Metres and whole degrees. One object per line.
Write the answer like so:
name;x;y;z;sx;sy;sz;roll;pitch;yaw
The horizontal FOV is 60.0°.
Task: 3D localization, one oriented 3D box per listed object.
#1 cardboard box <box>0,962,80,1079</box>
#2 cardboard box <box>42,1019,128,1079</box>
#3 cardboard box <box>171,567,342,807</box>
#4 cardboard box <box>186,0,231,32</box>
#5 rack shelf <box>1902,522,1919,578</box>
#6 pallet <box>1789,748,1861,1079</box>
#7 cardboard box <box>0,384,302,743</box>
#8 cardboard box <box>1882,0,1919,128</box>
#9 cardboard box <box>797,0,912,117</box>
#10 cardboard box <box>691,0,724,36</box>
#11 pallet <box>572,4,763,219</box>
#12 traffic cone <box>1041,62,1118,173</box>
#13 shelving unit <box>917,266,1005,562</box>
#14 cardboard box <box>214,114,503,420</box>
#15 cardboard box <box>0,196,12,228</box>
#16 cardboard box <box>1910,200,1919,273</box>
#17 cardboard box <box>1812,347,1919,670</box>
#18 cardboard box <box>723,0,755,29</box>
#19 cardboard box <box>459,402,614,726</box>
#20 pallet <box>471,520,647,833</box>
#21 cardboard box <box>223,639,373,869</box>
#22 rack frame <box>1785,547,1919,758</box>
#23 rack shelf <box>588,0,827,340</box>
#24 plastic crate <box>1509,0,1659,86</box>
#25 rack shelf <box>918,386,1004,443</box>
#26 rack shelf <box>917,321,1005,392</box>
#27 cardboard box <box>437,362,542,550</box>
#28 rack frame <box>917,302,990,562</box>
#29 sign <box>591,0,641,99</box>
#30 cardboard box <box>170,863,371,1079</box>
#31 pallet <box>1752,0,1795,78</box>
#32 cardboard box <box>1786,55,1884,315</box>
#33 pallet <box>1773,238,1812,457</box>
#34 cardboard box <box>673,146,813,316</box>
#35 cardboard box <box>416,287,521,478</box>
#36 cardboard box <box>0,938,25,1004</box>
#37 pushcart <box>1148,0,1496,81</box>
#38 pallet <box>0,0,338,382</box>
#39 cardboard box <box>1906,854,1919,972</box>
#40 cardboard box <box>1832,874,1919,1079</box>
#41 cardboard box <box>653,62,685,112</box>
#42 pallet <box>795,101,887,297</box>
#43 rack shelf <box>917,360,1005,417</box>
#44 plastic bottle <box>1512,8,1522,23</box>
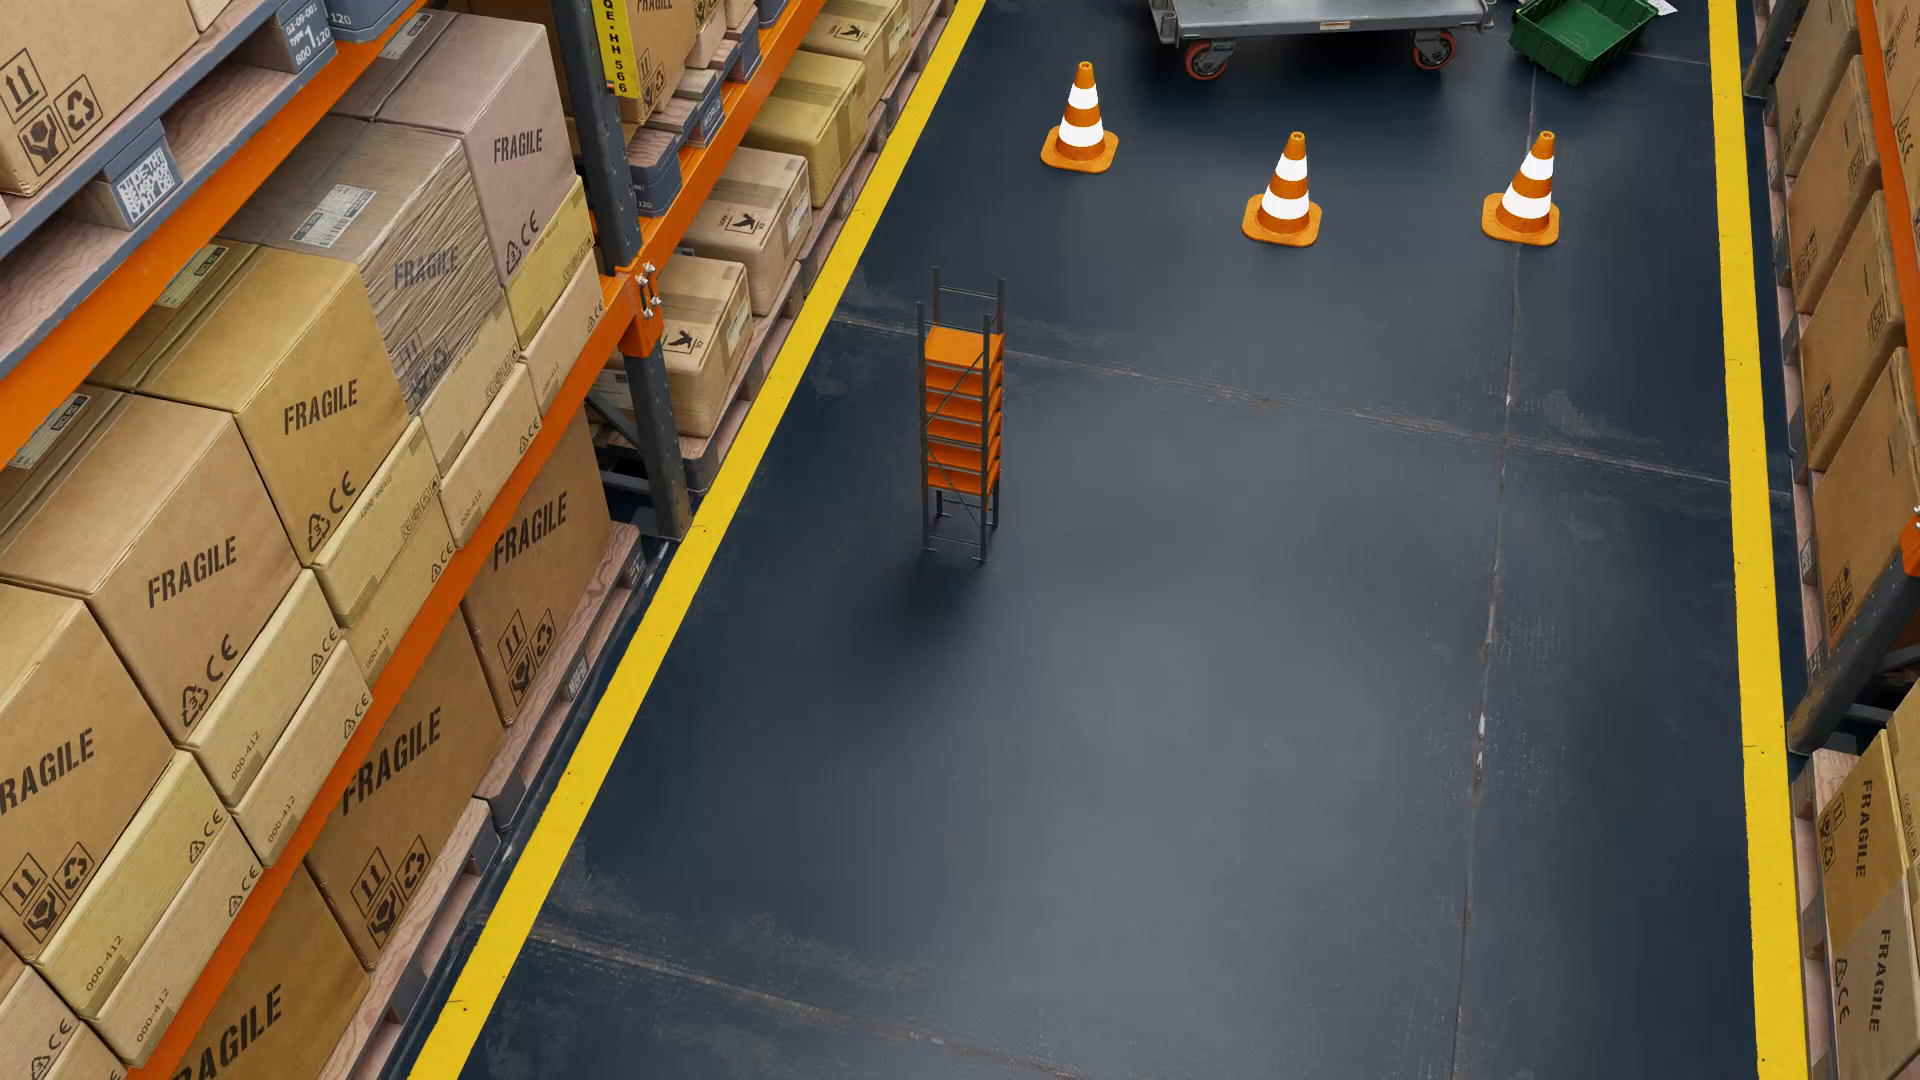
cardboard box;-2.065;1.011;3.124;0.500;0.250;0.500;12;50;11
cardboard box;-2.058;1.181;3.307;0.500;0.250;0.500;10;49;9
cardboard box;-1.775;0.285;3.764;0.500;0.250;0.500;10;49;9
cardboard box;-1.535;-1.143;3.067;0.396;0.266;0.258;10;49;9
rack shelf;2.765;1.467;3.434;1.077;0.370;4.000;12;50;10
pallet;3.085;1.270;4.988;1.003;0.211;1.213;12;50;10
cardboard box;-1.798;0.036;3.484;0.500;0.500;0.500;11;49;9
cardboard box;3.546;-1.723;5.703;0.500;0.500;0.500;12;50;11
cardboard box;-0.779;-2.383;7.825;0.950;0.372;0.625;14;50;12
cardboard box;-1.038;-2.050;5.513;0.500;0.500;0.500;14;50;12
pallet;-1.425;-1.594;5.784;1.213;0.211;1.003;12;50;10
traffic cone;0.567;-2.002;7.708;0.336;0.463;0.334;12;50;10
shelving unit;0.004;-0.407;5.809;0.258;1.200;0.189;12;50;10
cardboard box;-1.521;-0.687;4.122;0.500;0.500;0.500;12;50;11
cardboard box;-1.744;-0.567;2.559;0.396;0.266;0.258;15;50;13
cardboard box;3.284;-0.990;5.056;0.500;0.500;0.500;12;50;10
cardboard box;3.539;-0.035;5.500;1.050;0.750;0.750;11;49;10
cardboard box;-0.930;-1.957;5.864;0.380;0.149;0.250;12;50;10
cardboard box;-1.772;-0.074;5.452;0.875;0.875;0.875;11;50;10
pallet;-1.790;0.357;5.794;1.003;0.211;1.213;12;50;10
cardboard box;-1.767;0.454;3.949;0.500;0.250;0.500;11;49;9
rack frame;3.292;-0.217;4.441;1.000;3.000;0.127;12;50;10
rack shelf;-0.984;-2.330;6.785;1.077;0.370;4.000;12;50;10
plastic crate;3.126;-2.583;8.367;0.662;0.188;0.450;-37;68;-28
rack shelf;0.004;-0.457;5.753;0.258;0.103;0.180;12;50;10
rack shelf;0.004;-0.616;5.573;0.258;0.103;0.180;12;50;10
cardboard box;-1.512;-0.282;4.598;0.500;0.250;0.500;12;50;11
rack frame;-0.020;-0.341;5.751;0.240;1.200;0.006;12;50;10
sign;-0.974;-1.397;4.710;0.100;0.325;0.005;12;50;10
cardboard box;-2.247;1.217;4.312;0.875;0.875;0.875;13;50;11
pallet;4.620;-2.723;8.512;1.003;0.211;1.213;12;50;10
cardboard box;4.010;-1.341;6.654;1.050;0.750;0.750;12;50;10
pallet;3.895;-0.730;6.753;1.003;0.211;1.213;12;50;10
cardboard box;-1.165;-1.333;6.898;0.950;0.372;0.625;11;49;9
cardboard box;-1.524;-0.465;4.426;0.500;0.250;0.500;10;49;9
cardboard box;-2.063;0.773;2.833;0.500;0.500;0.500;11;50;10
pushcart;1.755;-2.733;8.410;1.648;0.377;0.936;-4;49;-3
pallet;-1.920;-0.766;3.050;1.003;0.211;1.213;14;50;12
cardboard box;2.743;1.040;4.218;0.500;0.250;0.500;11;49;10
cardboard box;2.731;1.296;4.492;0.500;0.500;0.500;12;50;10
cardboard box;-1.139;-1.573;5.525;0.380;0.149;0.250;9;49;8
pallet;-0.980;-1.643;7.559;1.003;0.211;1.213;12;50;10
rack shelf;0.004;-0.537;5.663;0.258;0.103;0.180;12;50;10
plastic bottle;2.961;-2.636;8.536;0.133;0.061;0.283;-11;50;-10
